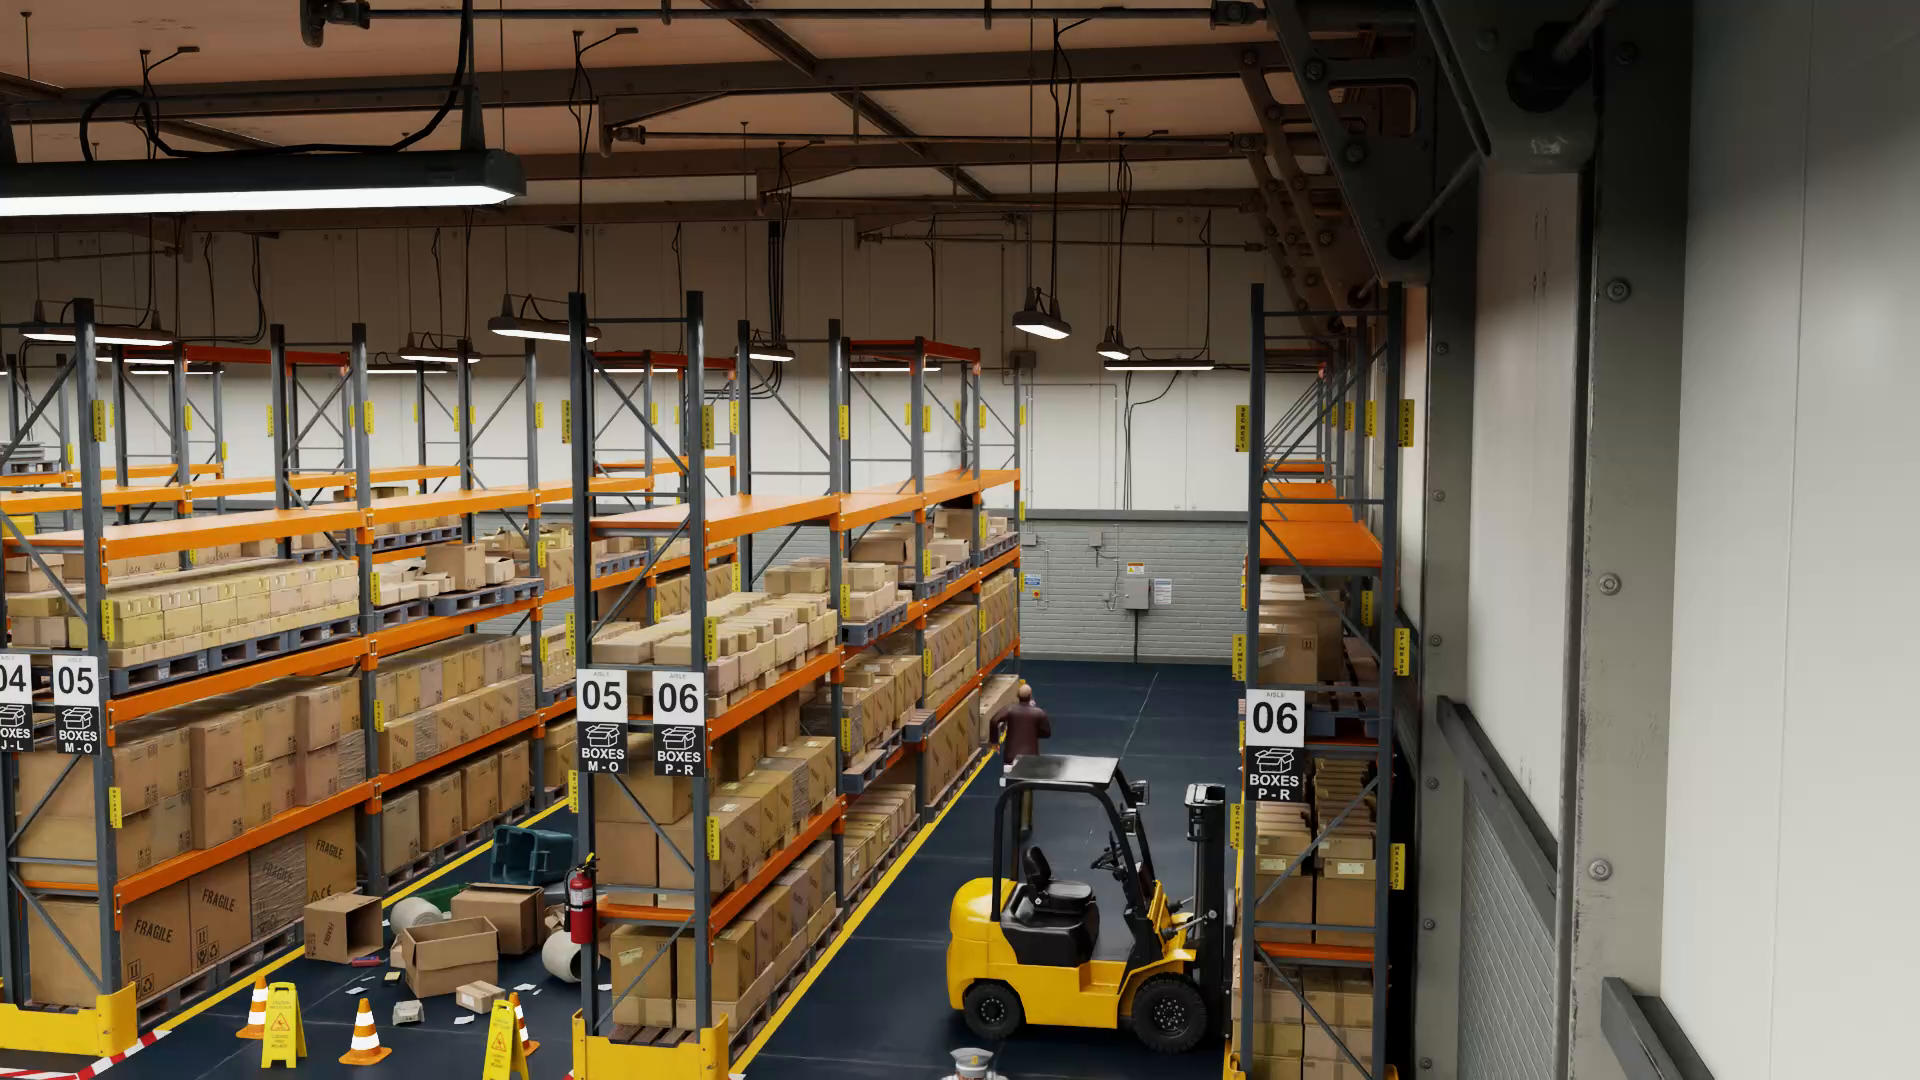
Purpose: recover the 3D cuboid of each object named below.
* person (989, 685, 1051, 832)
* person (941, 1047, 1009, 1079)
[{"bbox_3d":[0.733,2.697,20.215,0.725,1.715,0.949,1,5,12],"label":"person"},{"bbox_3d":[0.048,3.613,9.691,0.601,1.628,0.965,-1,5,-8],"label":"person"}]
